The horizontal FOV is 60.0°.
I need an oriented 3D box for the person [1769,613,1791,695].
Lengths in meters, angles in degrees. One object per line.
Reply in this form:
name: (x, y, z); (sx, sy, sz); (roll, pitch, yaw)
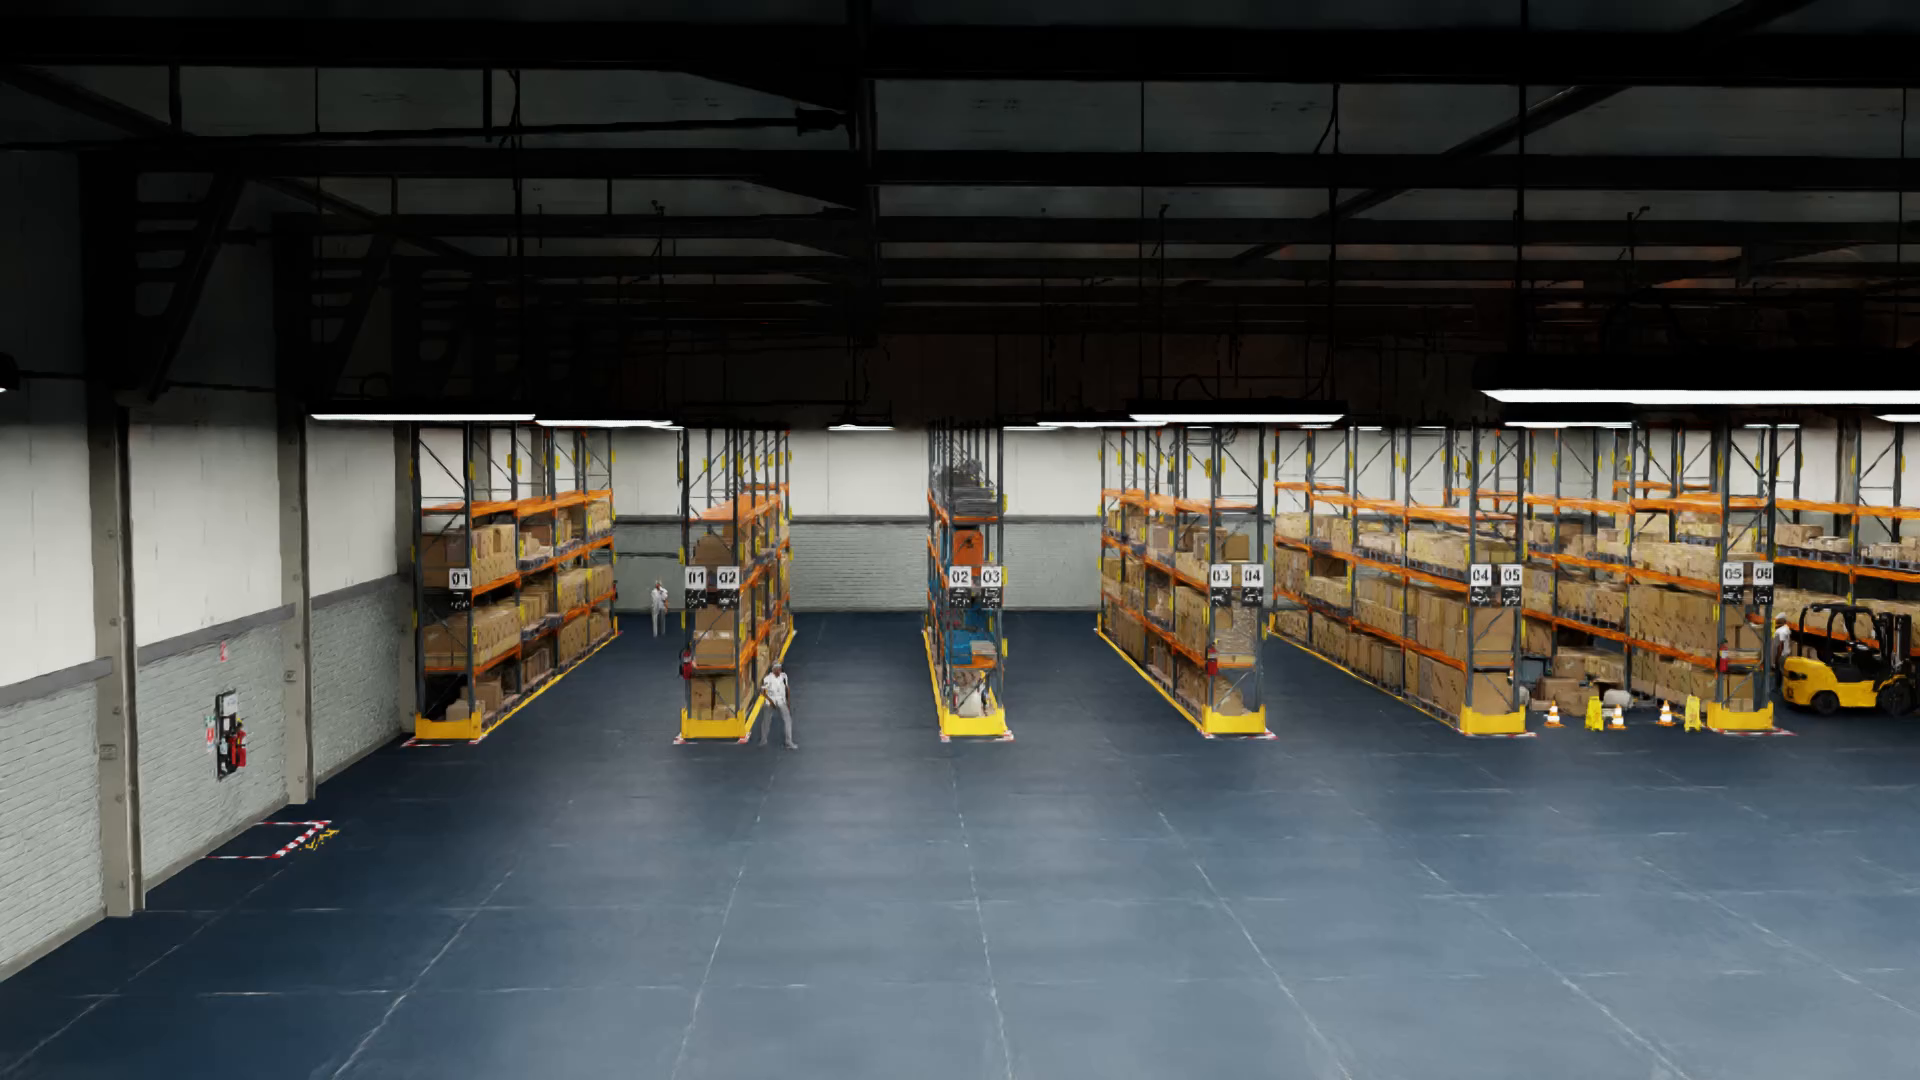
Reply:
person: (17.853, 2.464, 36.226); (0.574, 1.764, 0.669); (2, 4, 25)

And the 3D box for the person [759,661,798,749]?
person: (-3.316, 2.951, 30.086); (0.613, 1.595, 0.825); (-1, 4, -20)

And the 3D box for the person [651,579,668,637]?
person: (-8.378, 1.889, 46.408); (0.493, 1.605, 0.991); (0, 4, -3)
